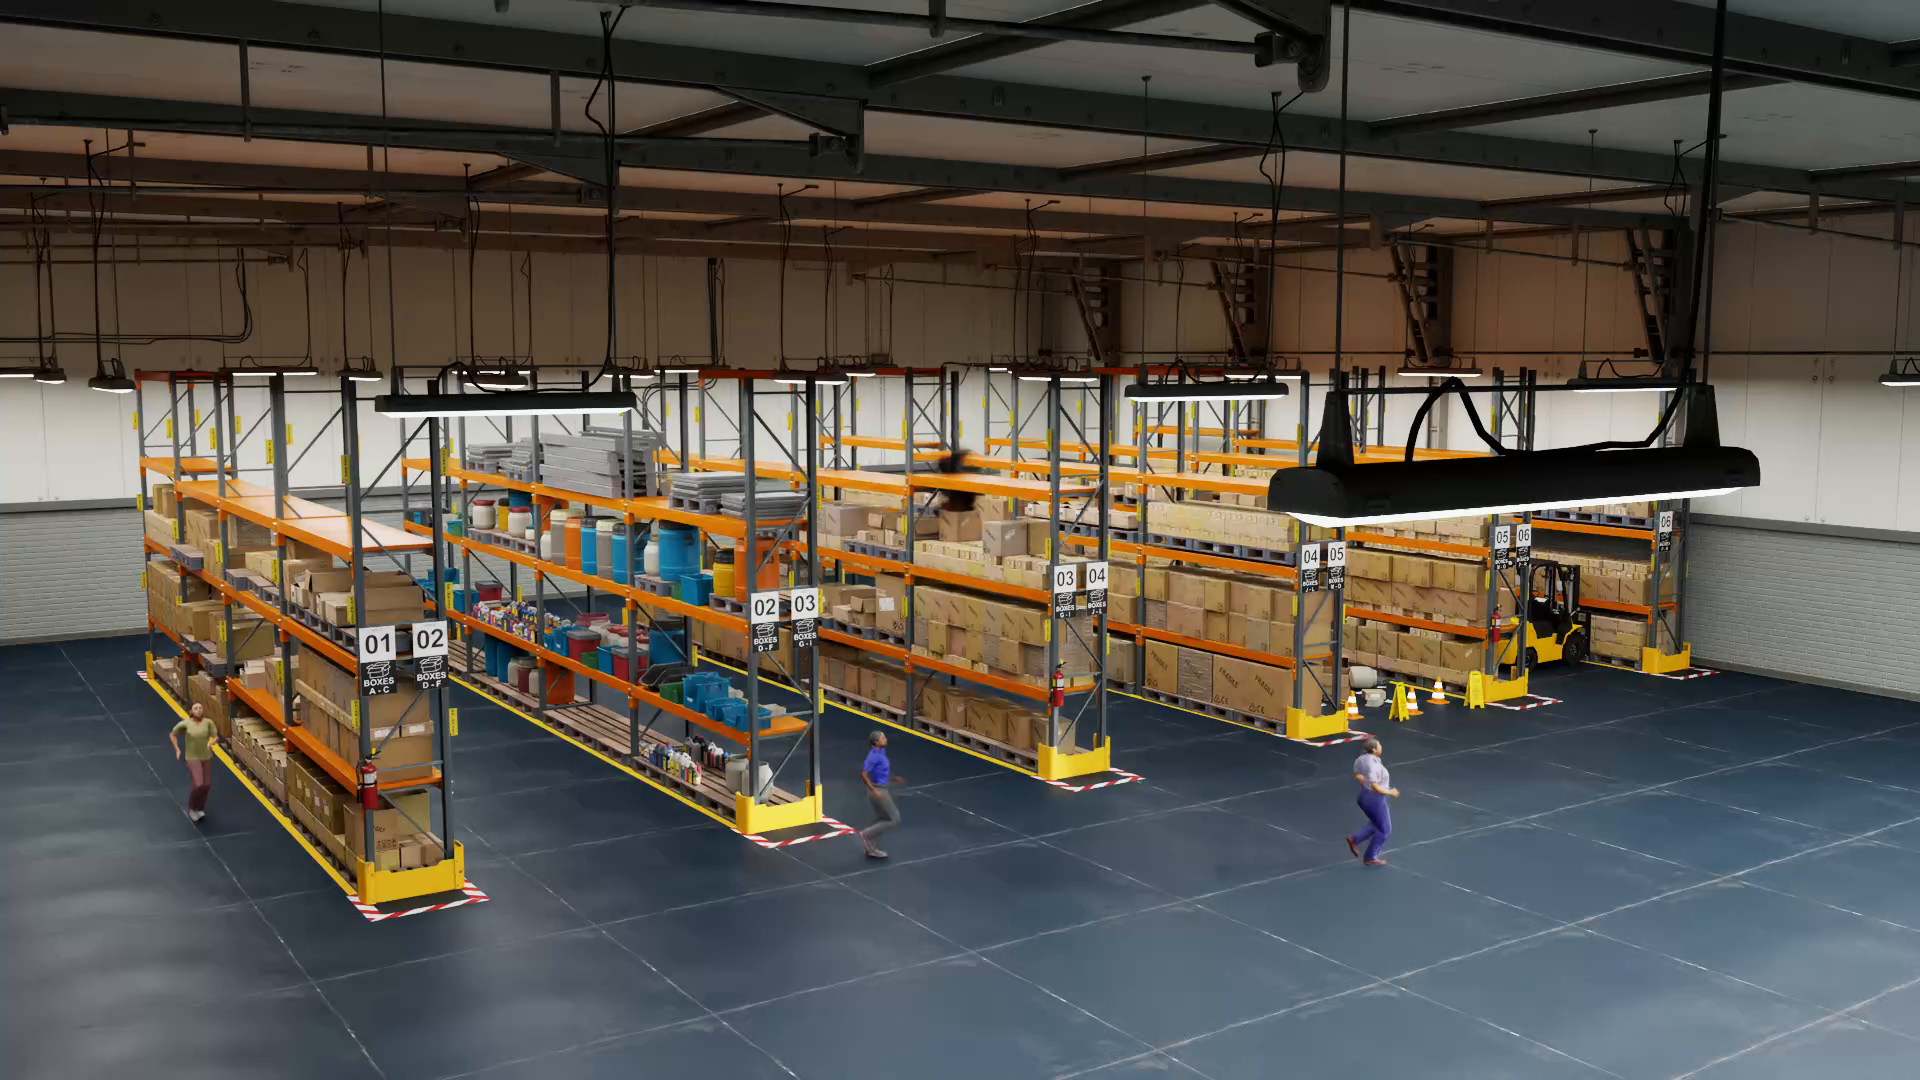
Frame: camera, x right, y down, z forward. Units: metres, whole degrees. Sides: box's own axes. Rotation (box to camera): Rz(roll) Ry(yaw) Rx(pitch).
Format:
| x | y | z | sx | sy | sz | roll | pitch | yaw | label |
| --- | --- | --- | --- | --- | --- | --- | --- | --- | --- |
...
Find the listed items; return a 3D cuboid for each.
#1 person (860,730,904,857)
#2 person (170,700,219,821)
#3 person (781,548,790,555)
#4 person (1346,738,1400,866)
| x | y | z | sx | sy | sz | roll | pitch | yaw | label |
| --- | --- | --- | --- | --- | --- | --- | --- | --- | --- |
| -0.975 | 3.184 | 20.877 | 0.553 | 1.616 | 0.575 | 0 | 6 | 0 | person |
| -10.276 | 2.970 | 22.439 | 0.554 | 1.642 | 0.645 | -6 | 9 | -43 | person |
| -4.378 | 0.921 | 40.973 | 0.531 | 1.537 | 0.618 | 3 | 7 | 26 | person |
| 5.111 | 3.224 | 20.544 | 0.551 | 1.596 | 0.603 | -1 | 6 | -7 | person |
